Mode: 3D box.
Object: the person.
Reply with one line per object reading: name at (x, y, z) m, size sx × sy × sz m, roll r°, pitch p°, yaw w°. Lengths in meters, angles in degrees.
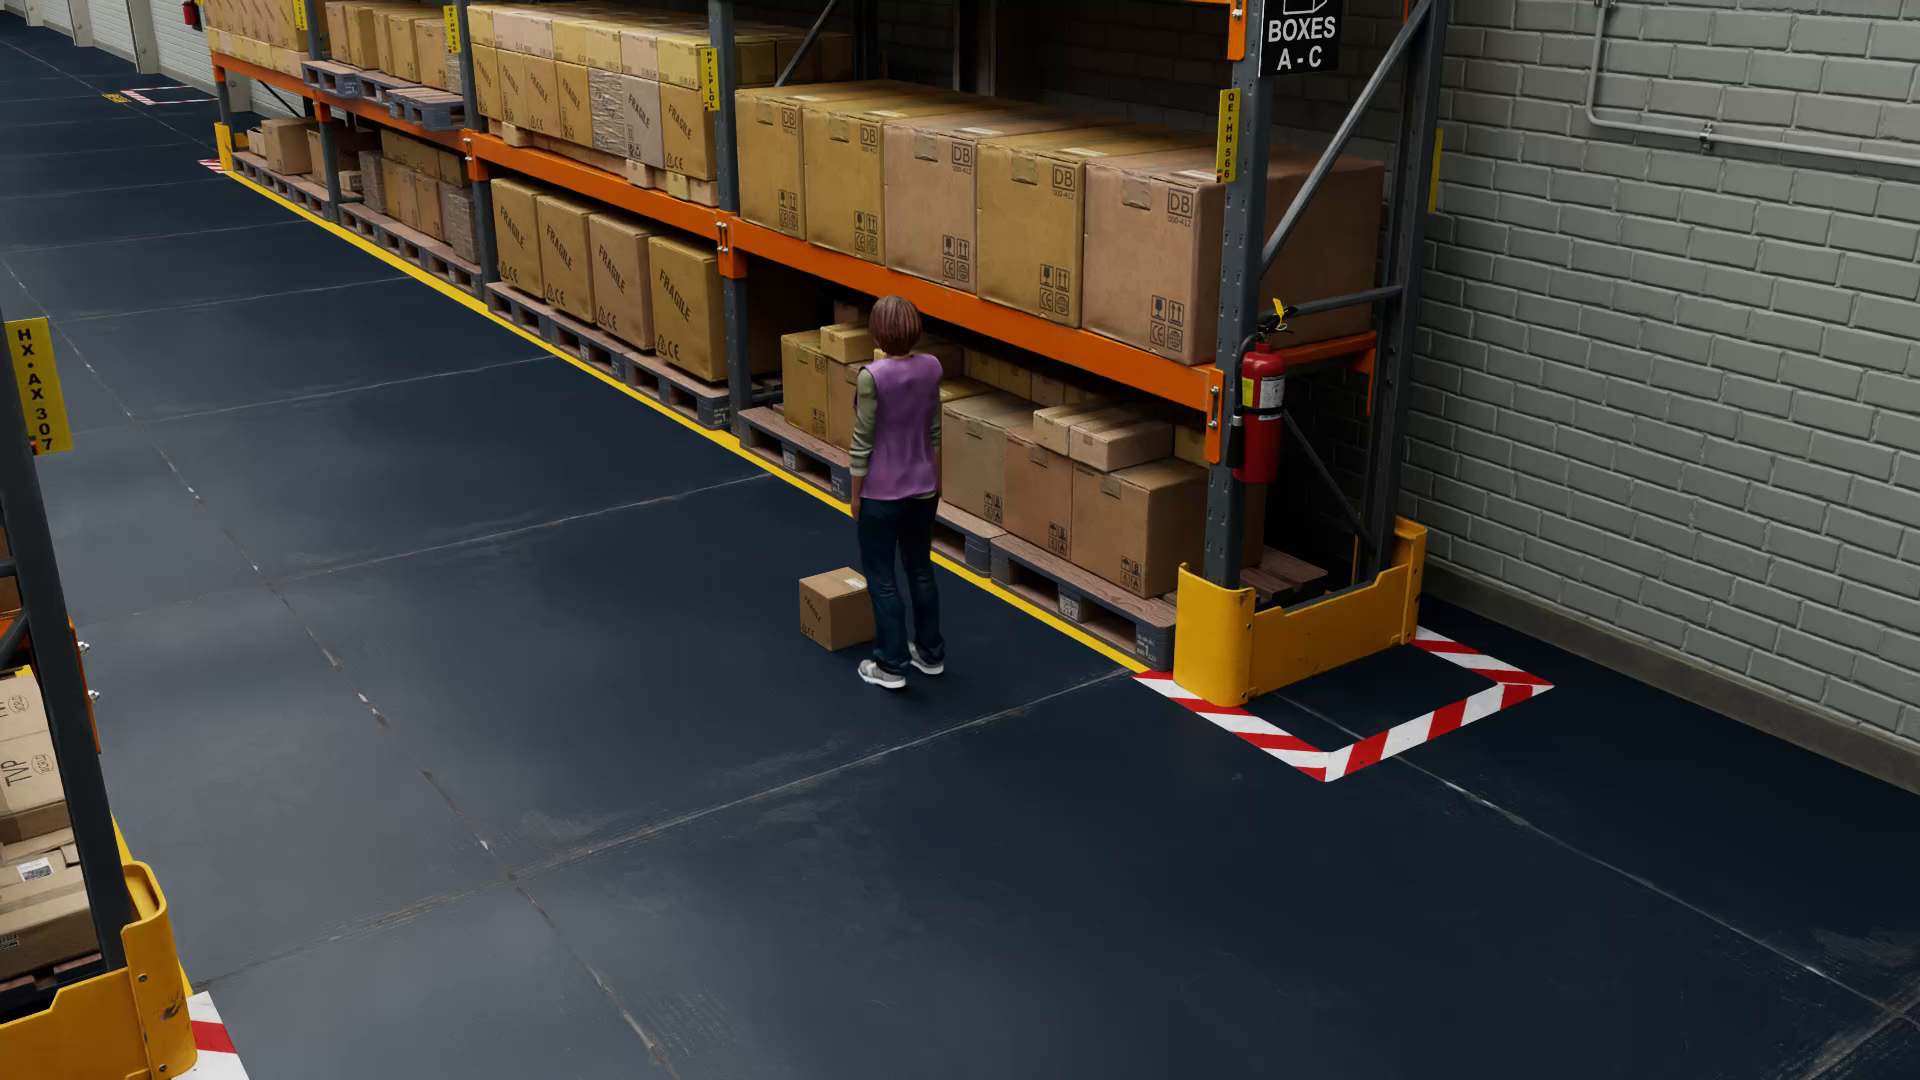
person at (-0.259, -0.182, 6.571) m, size 0.405 × 1.602 × 0.300 m, roll -14°, pitch 26°, yaw -32°
